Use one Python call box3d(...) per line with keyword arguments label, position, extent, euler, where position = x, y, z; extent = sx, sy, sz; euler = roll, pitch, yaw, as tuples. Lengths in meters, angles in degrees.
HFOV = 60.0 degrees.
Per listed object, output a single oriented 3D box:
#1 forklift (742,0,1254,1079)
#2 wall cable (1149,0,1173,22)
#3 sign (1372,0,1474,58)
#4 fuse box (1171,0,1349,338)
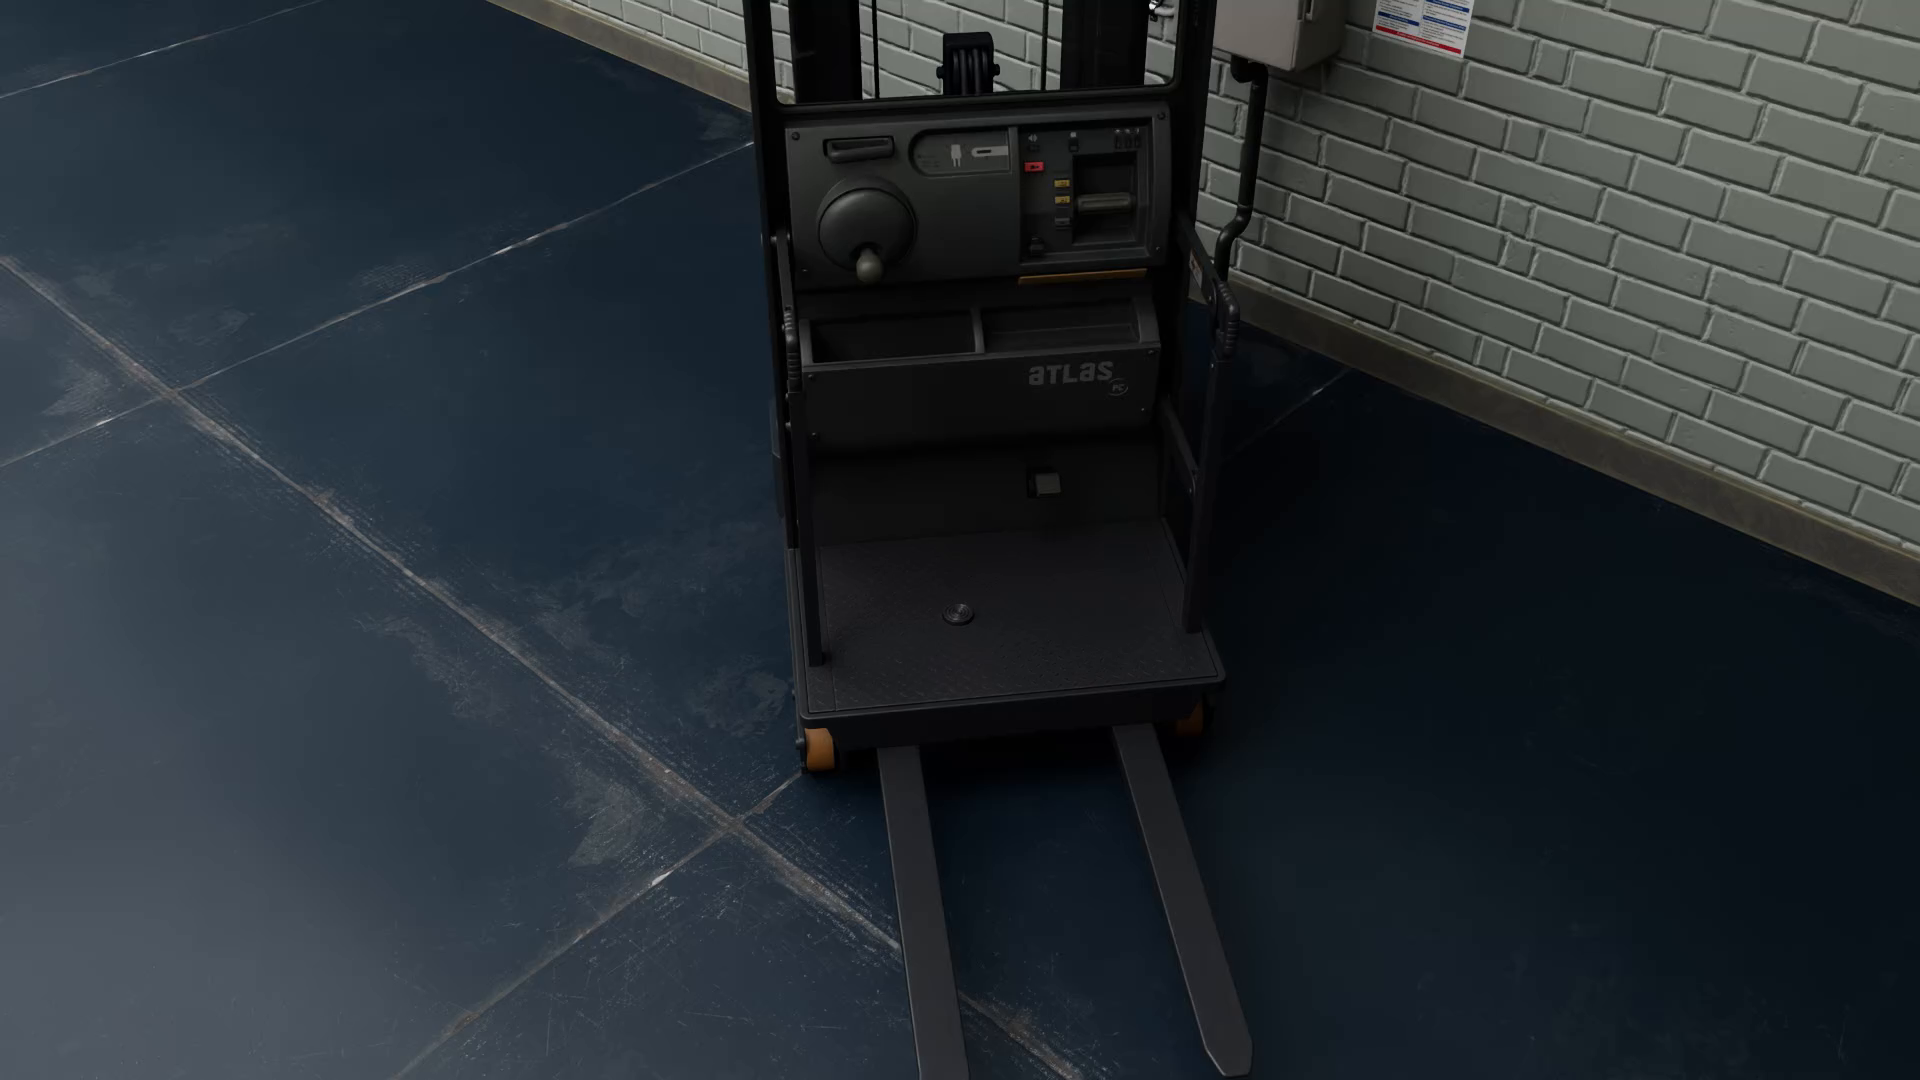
box3d(label="forklift", position=(0.082, -0.760, 3.851), extent=(1.130, 2.935, 3.031), euler=(-5, 39, -6))
box3d(label="wall cable", position=(0.553, -2.677, 5.390), extent=(0.588, 1.984, 0.122), euler=(30, 47, 32))
box3d(label="sign", position=(1.455, -1.771, 5.143), extent=(0.329, 0.494, 0.001), euler=(30, 47, 32))
box3d(label="fuse box", position=(0.950, -1.416, 5.656), extent=(0.539, 1.711, 0.414), euler=(30, 47, 32))
